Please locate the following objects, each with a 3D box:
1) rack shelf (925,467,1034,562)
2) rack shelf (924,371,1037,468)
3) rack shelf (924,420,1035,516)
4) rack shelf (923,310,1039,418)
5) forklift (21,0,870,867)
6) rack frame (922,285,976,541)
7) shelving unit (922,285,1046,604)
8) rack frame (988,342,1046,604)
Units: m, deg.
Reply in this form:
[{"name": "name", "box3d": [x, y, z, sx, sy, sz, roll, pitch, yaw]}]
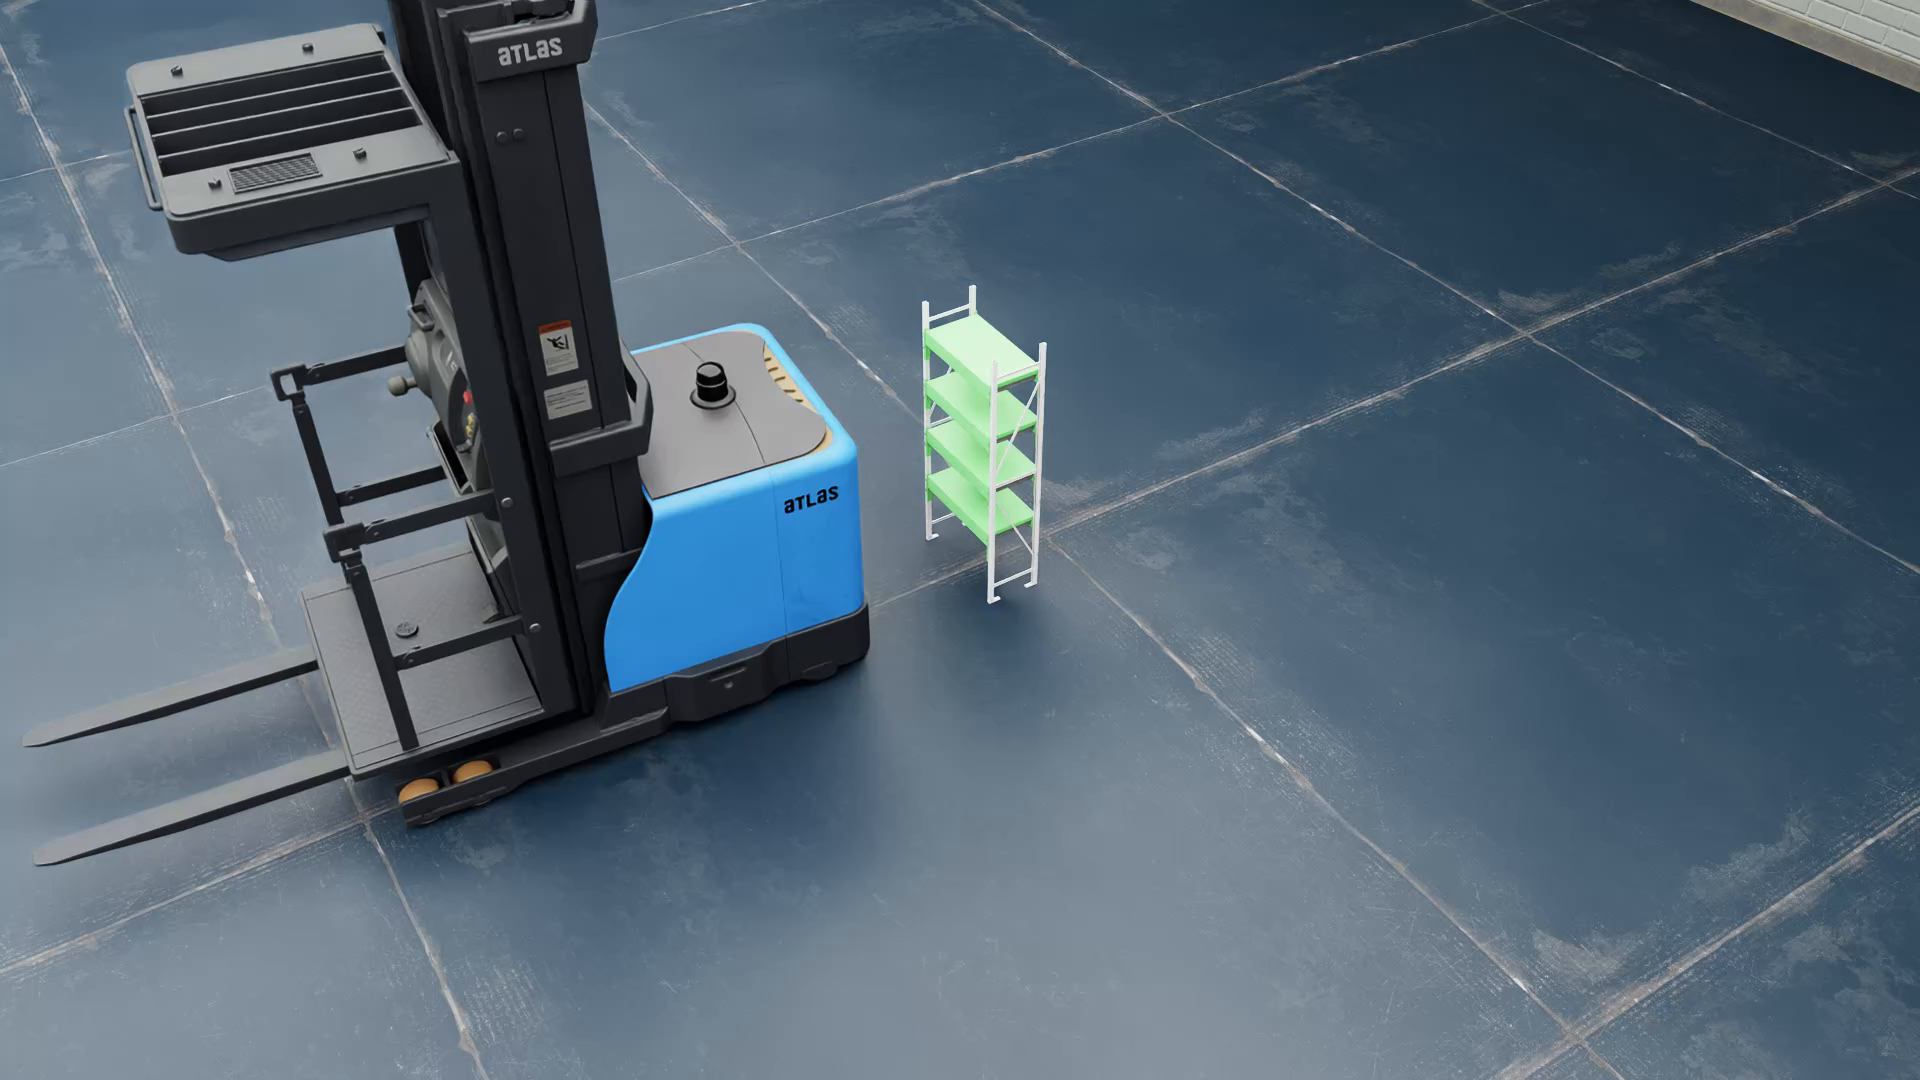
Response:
[{"name": "rack shelf", "box3d": [0.089, -0.138, 6.953, 0.258, 0.148, 0.480, -22, 45, -24]}, {"name": "rack shelf", "box3d": [0.089, -0.507, 6.646, 0.258, 0.148, 0.480, -22, 45, -24]}, {"name": "rack shelf", "box3d": [0.089, -0.323, 6.800, 0.258, 0.148, 0.480, -22, 45, -24]}, {"name": "rack shelf", "box3d": [0.089, -0.691, 6.492, 0.258, 0.148, 0.480, -22, 45, -24]}, {"name": "forklift", "box3d": [-1.911, -0.487, 5.545, 3.031, 2.935, 1.130, -18, 43, -20]}, {"name": "rack frame", "box3d": [-0.042, -0.503, 6.917, 0.240, 1.200, 0.015, -22, 45, -24]}, {"name": "shelving unit", "box3d": [0.089, -0.372, 6.759, 0.258, 1.200, 0.503, -22, 45, -24]}, {"name": "rack frame", "box3d": [0.220, -0.240, 6.601, 0.240, 1.200, 0.015, -22, 45, -24]}]
